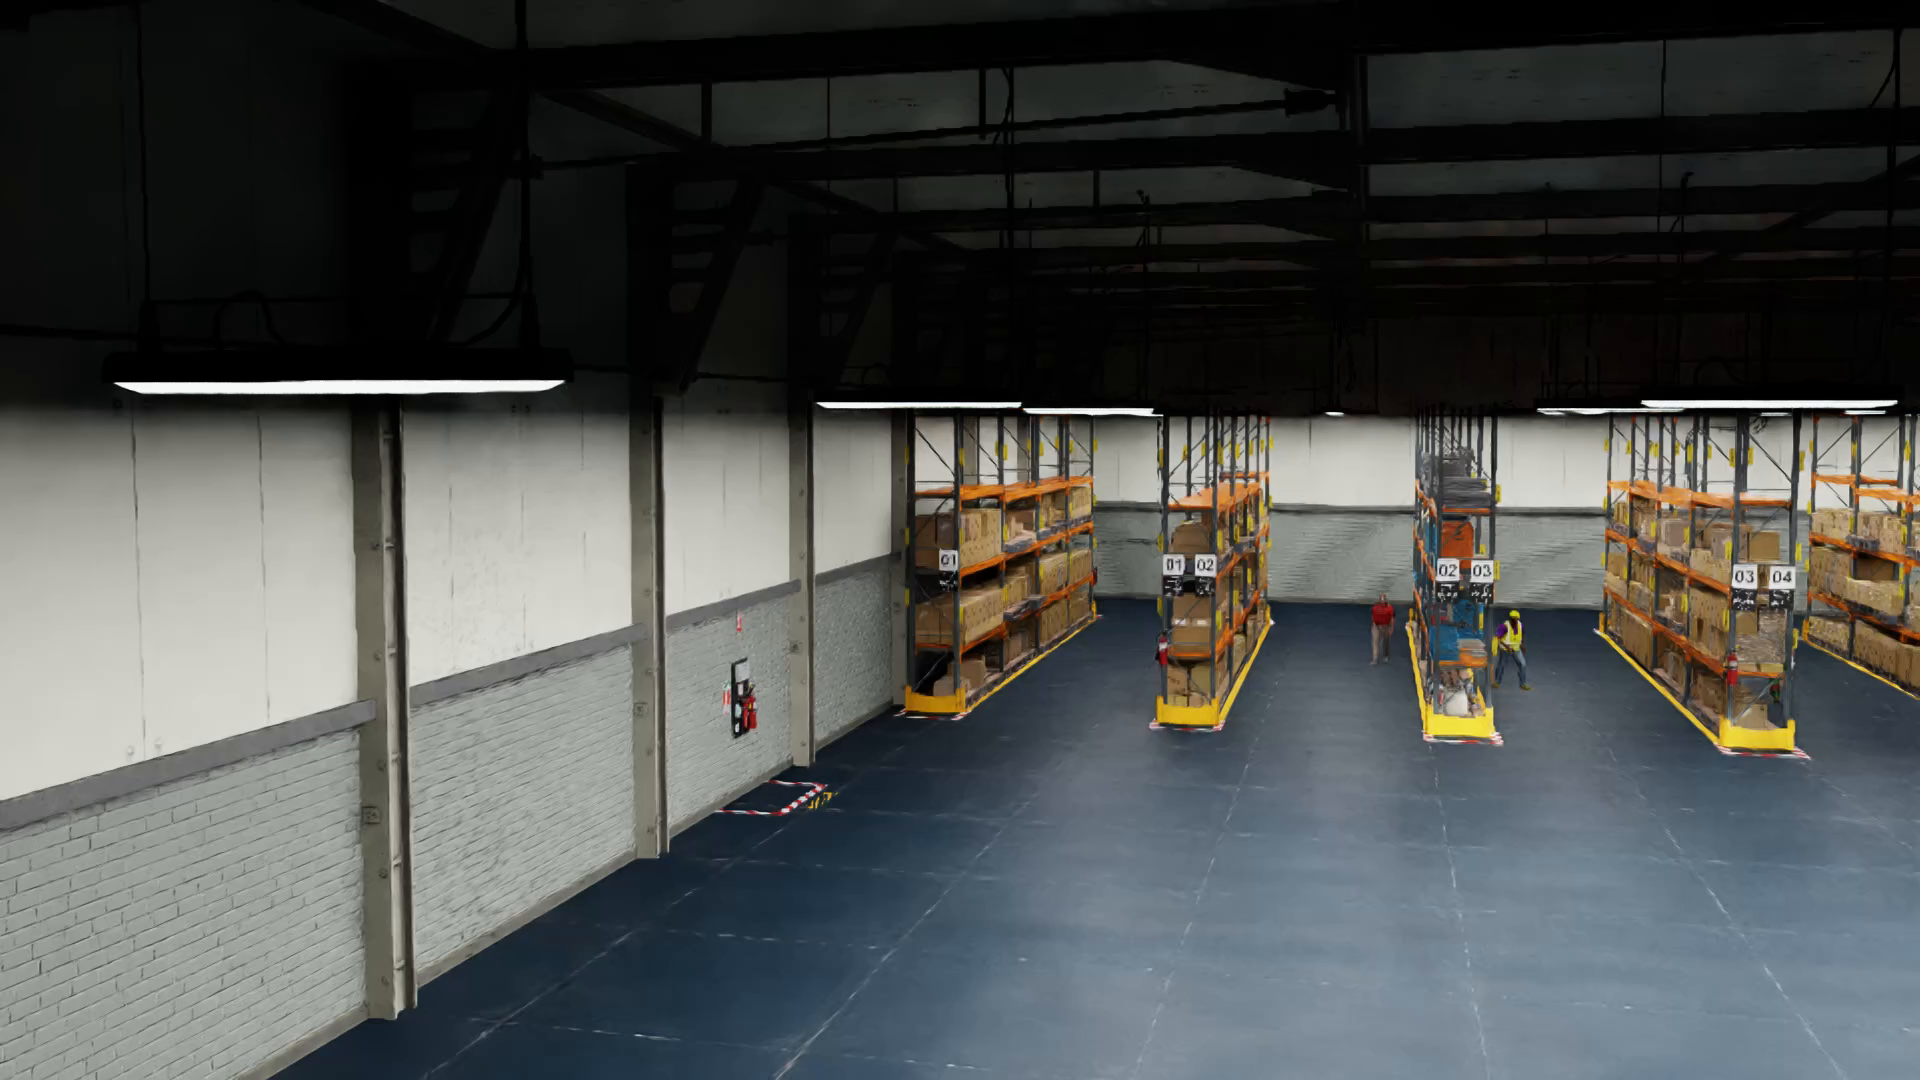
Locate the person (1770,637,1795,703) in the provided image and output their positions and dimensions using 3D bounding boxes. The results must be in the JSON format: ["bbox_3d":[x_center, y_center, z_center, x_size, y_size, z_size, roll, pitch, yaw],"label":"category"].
[{"bbox_3d":[16.587,2.401,33.705,0.564,1.736,1.045,1,4,13],"label":"person"}]

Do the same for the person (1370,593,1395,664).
[{"bbox_3d":[9.864,2.050,38.834,0.546,1.640,1.110,1,4,17],"label":"person"}]

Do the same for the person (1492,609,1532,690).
[{"bbox_3d":[11.677,2.303,35.240,0.710,1.703,0.832,0,4,-2],"label":"person"}]
